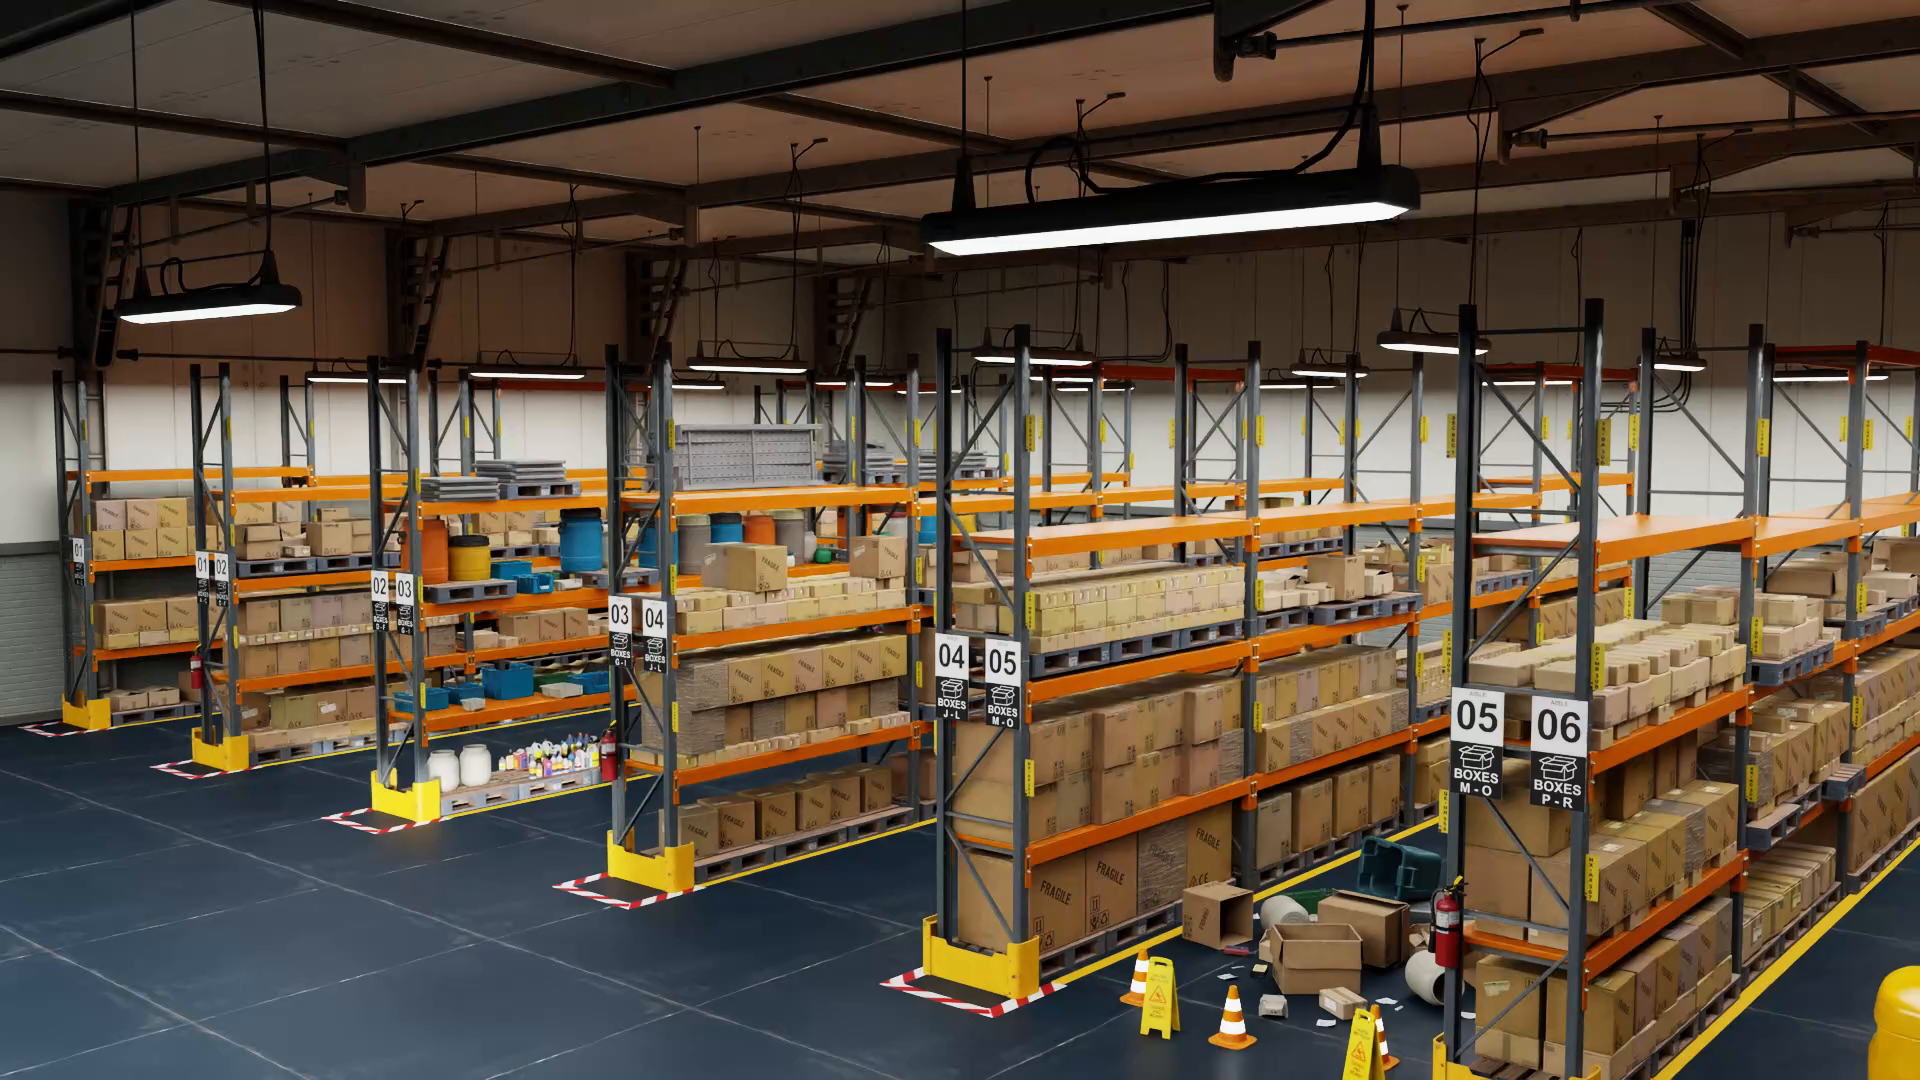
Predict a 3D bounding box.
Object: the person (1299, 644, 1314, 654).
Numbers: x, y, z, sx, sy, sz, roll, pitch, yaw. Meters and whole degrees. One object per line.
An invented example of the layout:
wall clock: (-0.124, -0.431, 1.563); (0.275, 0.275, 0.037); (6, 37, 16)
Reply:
person: (5.732, 2.439, 26.852); (0.686, 1.584, 0.616); (-3, 5, -40)

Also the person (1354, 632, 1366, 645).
person: (7.632, 2.109, 31.500); (0.944, 1.543, 0.419); (3, 5, 40)
